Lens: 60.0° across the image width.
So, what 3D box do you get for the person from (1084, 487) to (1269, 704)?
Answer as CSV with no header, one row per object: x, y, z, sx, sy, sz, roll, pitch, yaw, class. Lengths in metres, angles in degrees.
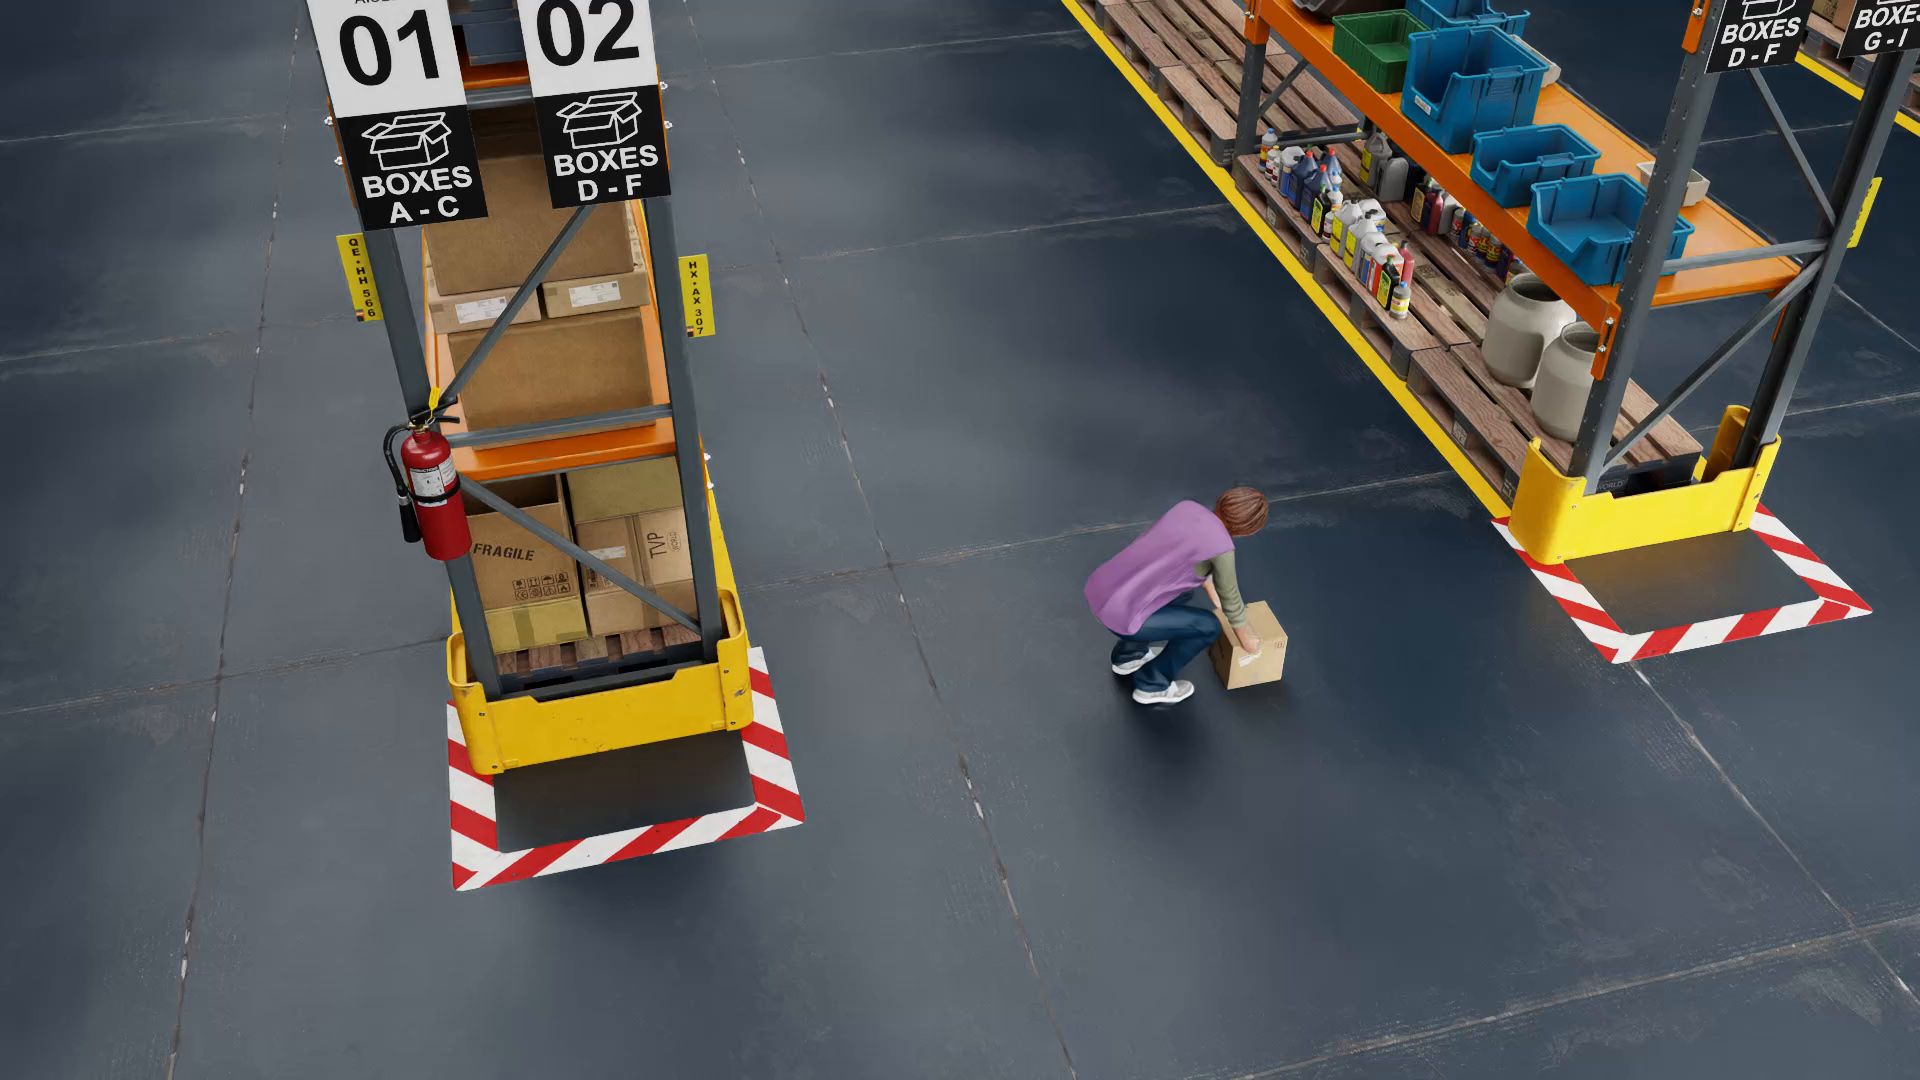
0.895,0.229,6.972,0.788,0.928,0.444,-10,40,-12,person
